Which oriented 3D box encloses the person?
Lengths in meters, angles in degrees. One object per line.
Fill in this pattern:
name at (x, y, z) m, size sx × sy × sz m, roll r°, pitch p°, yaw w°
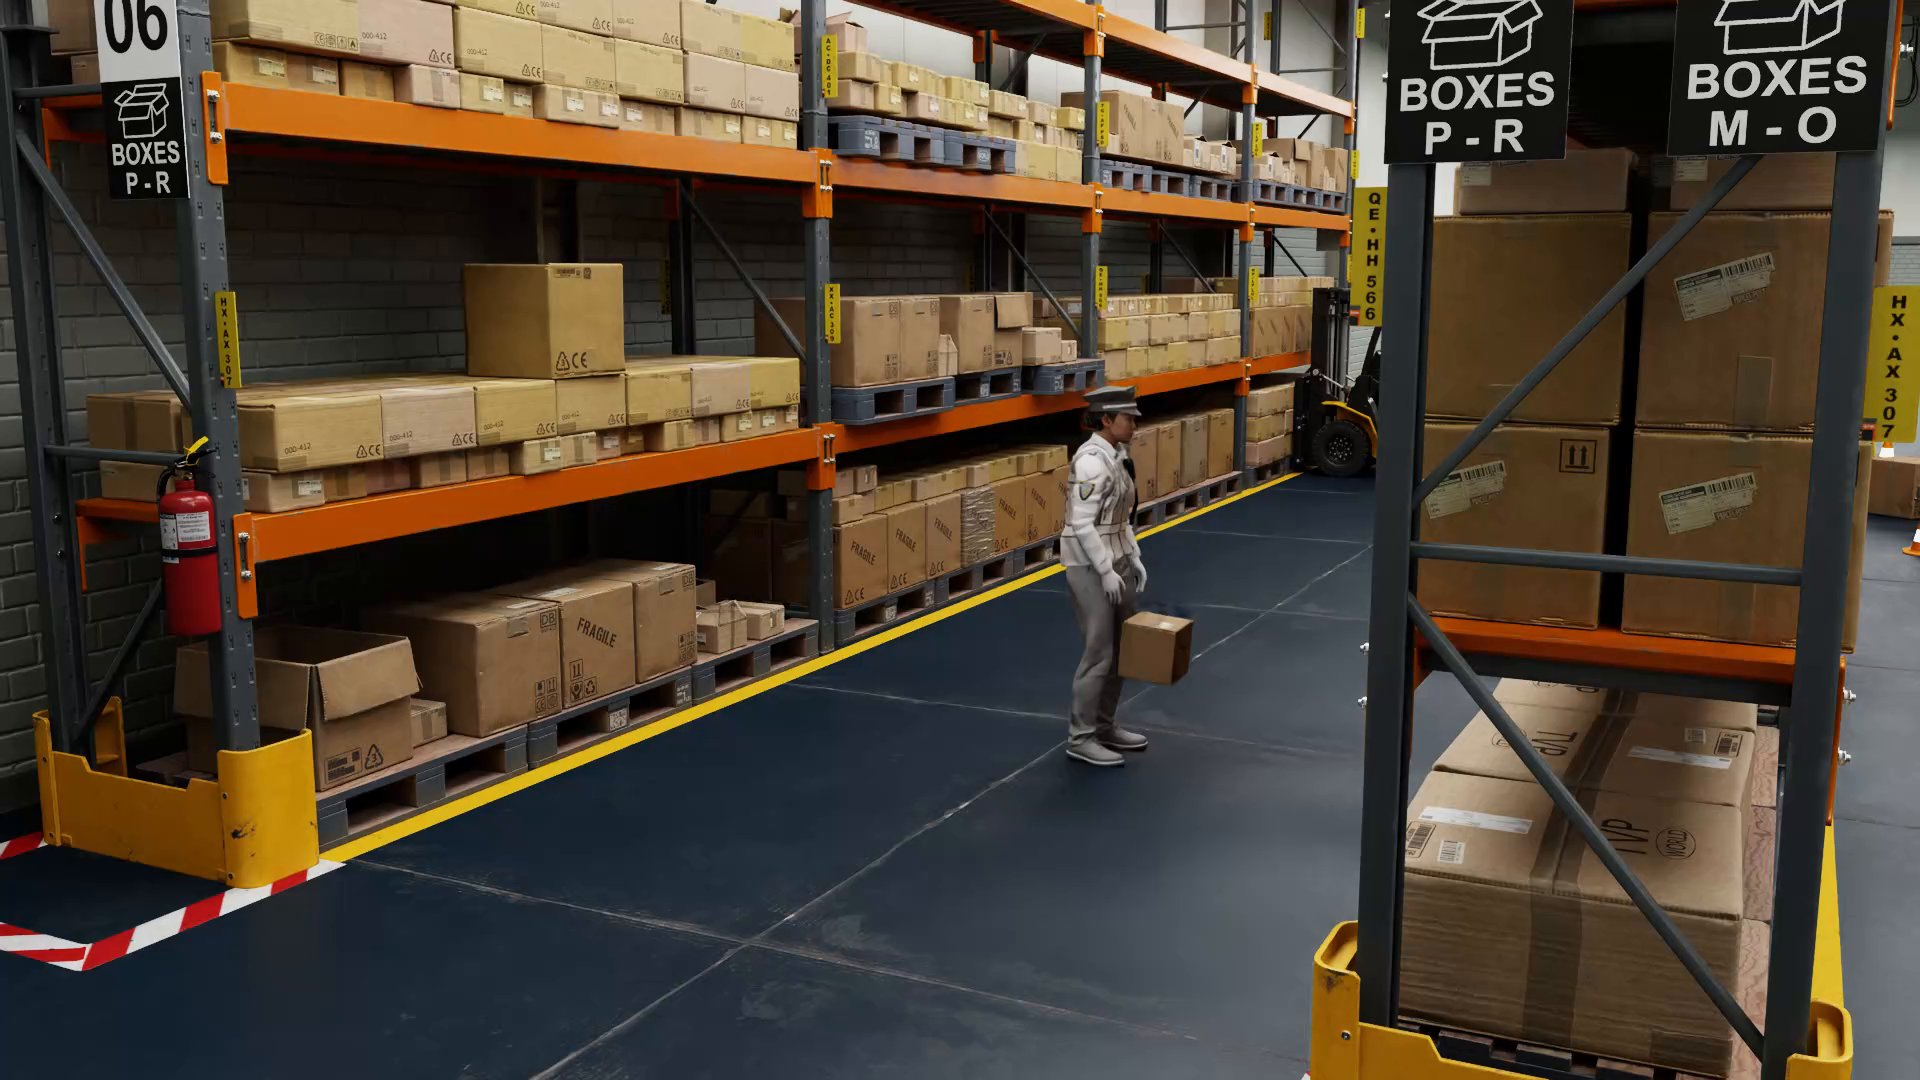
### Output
person at (0.640, 0.144, 7.439) m, size 0.346 × 1.673 × 0.438 m, roll 4°, pitch 10°, yaw 24°
